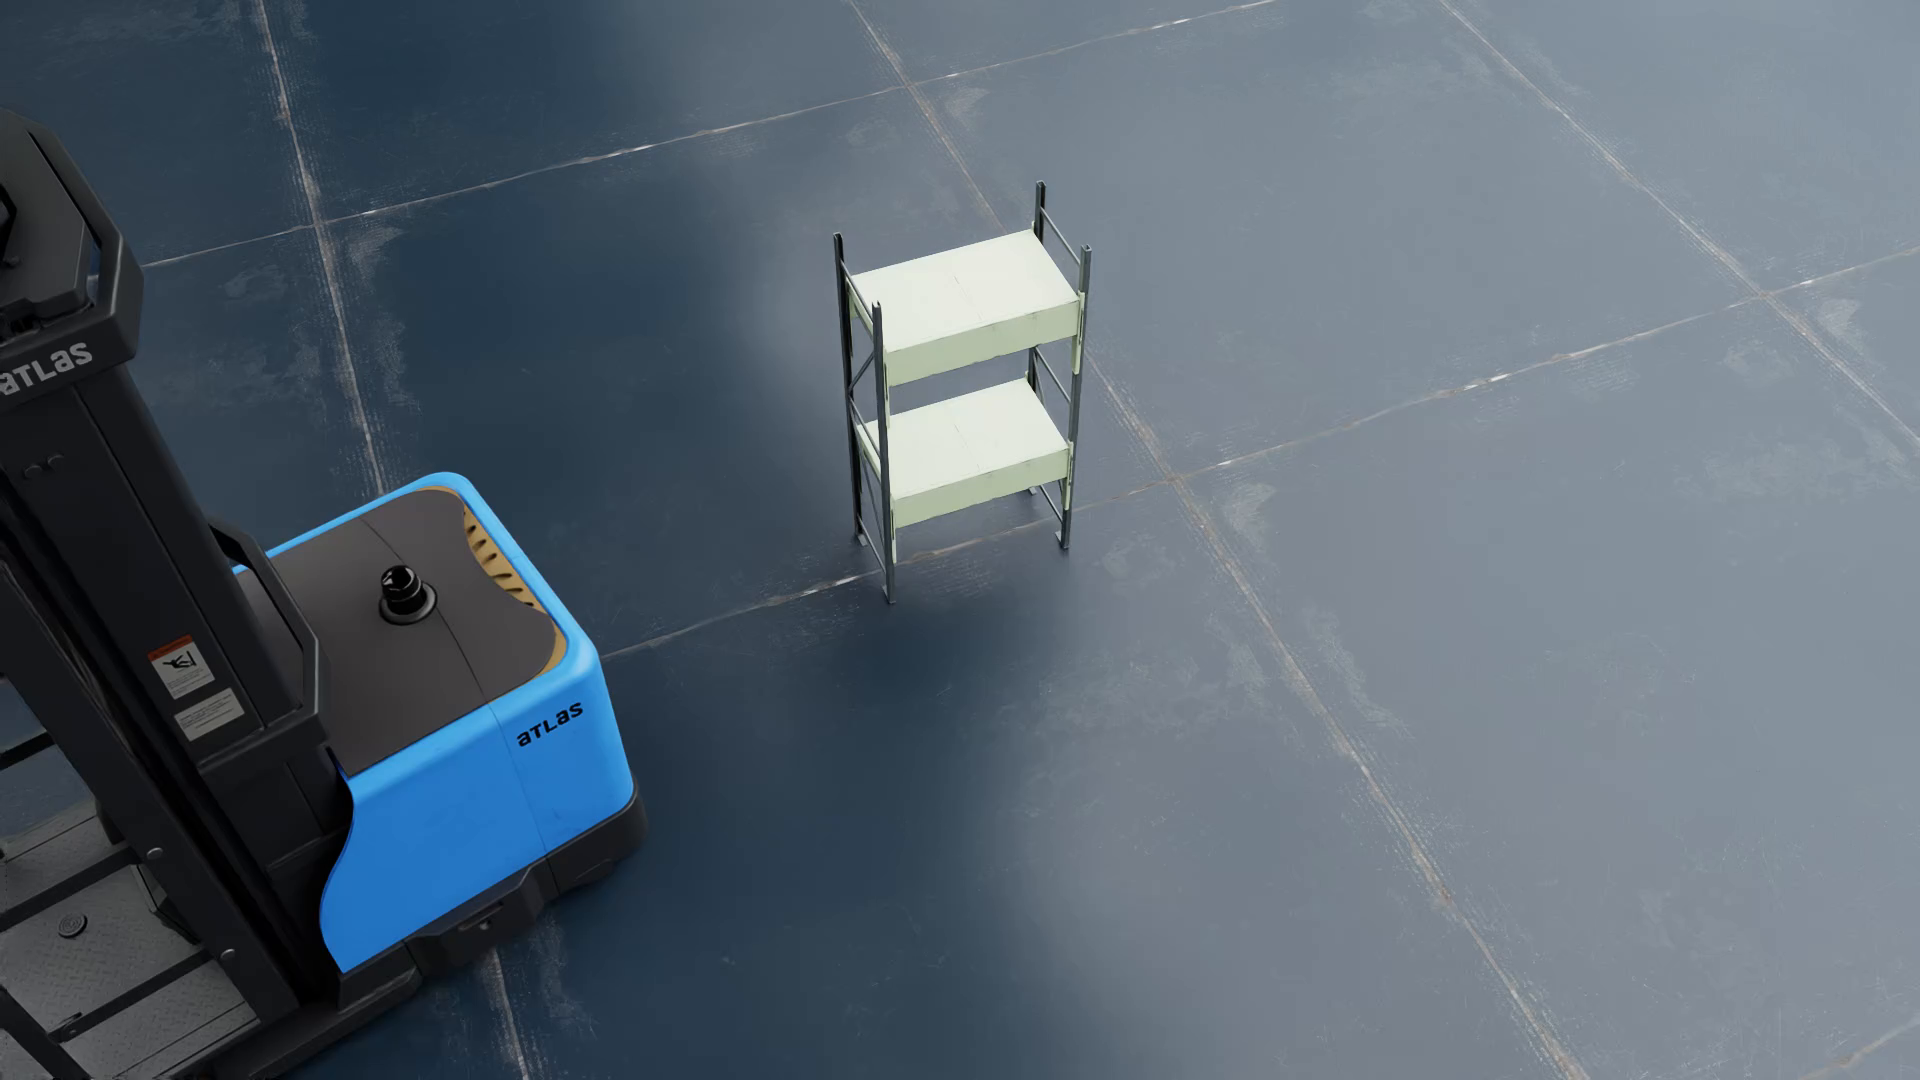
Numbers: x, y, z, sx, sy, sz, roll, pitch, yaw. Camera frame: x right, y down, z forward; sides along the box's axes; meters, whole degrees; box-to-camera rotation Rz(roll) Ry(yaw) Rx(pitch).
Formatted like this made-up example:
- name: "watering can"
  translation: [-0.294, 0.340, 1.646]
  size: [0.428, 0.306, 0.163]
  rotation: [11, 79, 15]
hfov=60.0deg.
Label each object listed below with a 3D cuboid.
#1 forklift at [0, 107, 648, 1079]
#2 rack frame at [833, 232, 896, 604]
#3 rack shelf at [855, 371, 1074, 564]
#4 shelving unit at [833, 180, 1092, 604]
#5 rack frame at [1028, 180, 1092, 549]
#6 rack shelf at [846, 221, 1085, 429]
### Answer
- name: "forklift"
  translation: [-2.543, 0.462, 4.262]
  size: [3.031, 2.935, 1.130]
  rotation: [-30, 56, -23]
- name: "rack frame"
  translation: [-0.333, -0.386, 5.933]
  size: [0.023, 1.500, 0.400]
  rotation: [-17, 52, -14]
- name: "rack shelf"
  translation: [0.006, -0.278, 6.271]
  size: [0.720, 0.370, 0.431]
  rotation: [-17, 52, -14]
- name: "shelving unit"
  translation: [0.006, -0.491, 6.023]
  size: [0.755, 1.500, 0.431]
  rotation: [-17, 52, -14]
- name: "rack frame"
  translation: [0.345, -0.596, 6.114]
  size: [0.023, 1.500, 0.400]
  rotation: [-17, 52, -14]
- name: "rack shelf"
  translation: [0.006, -0.745, 5.727]
  size: [0.720, 0.370, 0.431]
  rotation: [-17, 52, -14]
